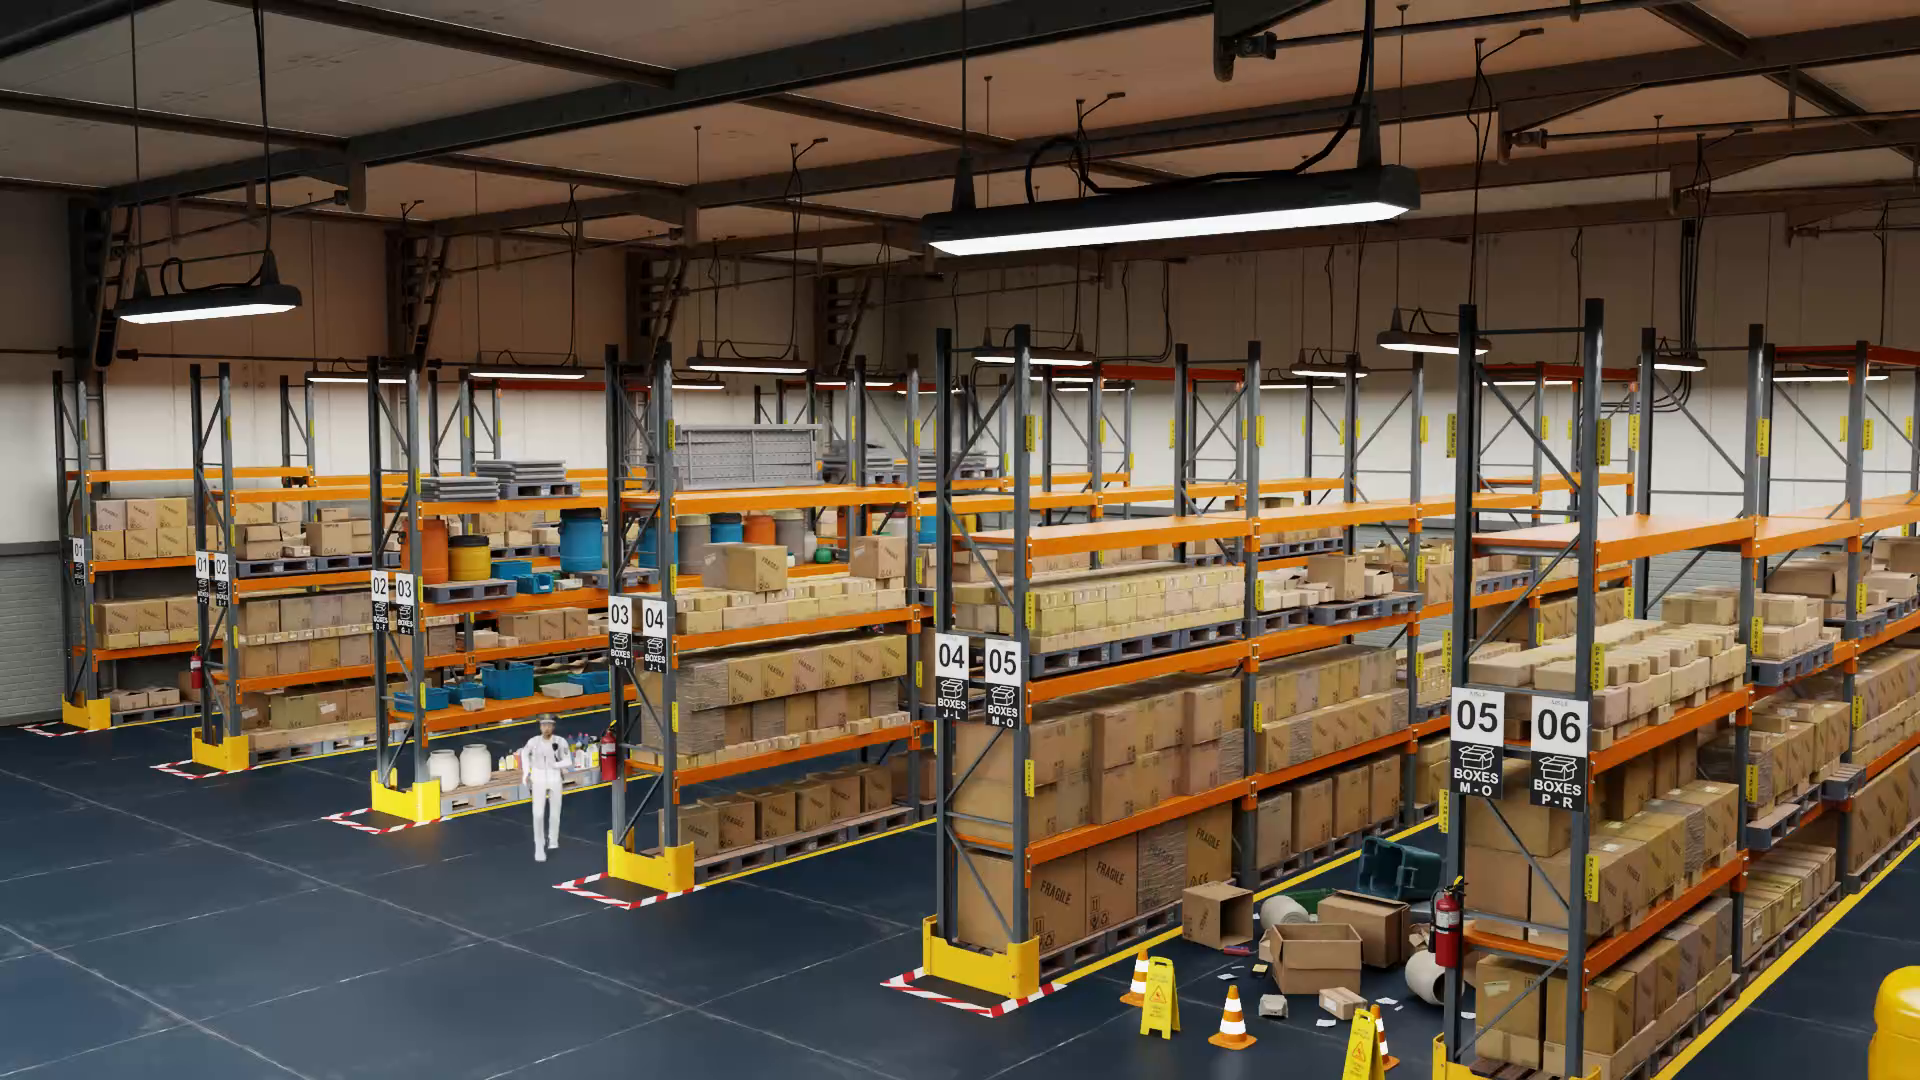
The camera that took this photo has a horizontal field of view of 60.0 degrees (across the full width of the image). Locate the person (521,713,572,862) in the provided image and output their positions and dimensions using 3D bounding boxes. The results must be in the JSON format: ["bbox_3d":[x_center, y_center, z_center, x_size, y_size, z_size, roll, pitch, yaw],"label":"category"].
[{"bbox_3d":[-4.882,2.906,19.654,0.582,1.744,0.721,-1,4,-14],"label":"person"}]
